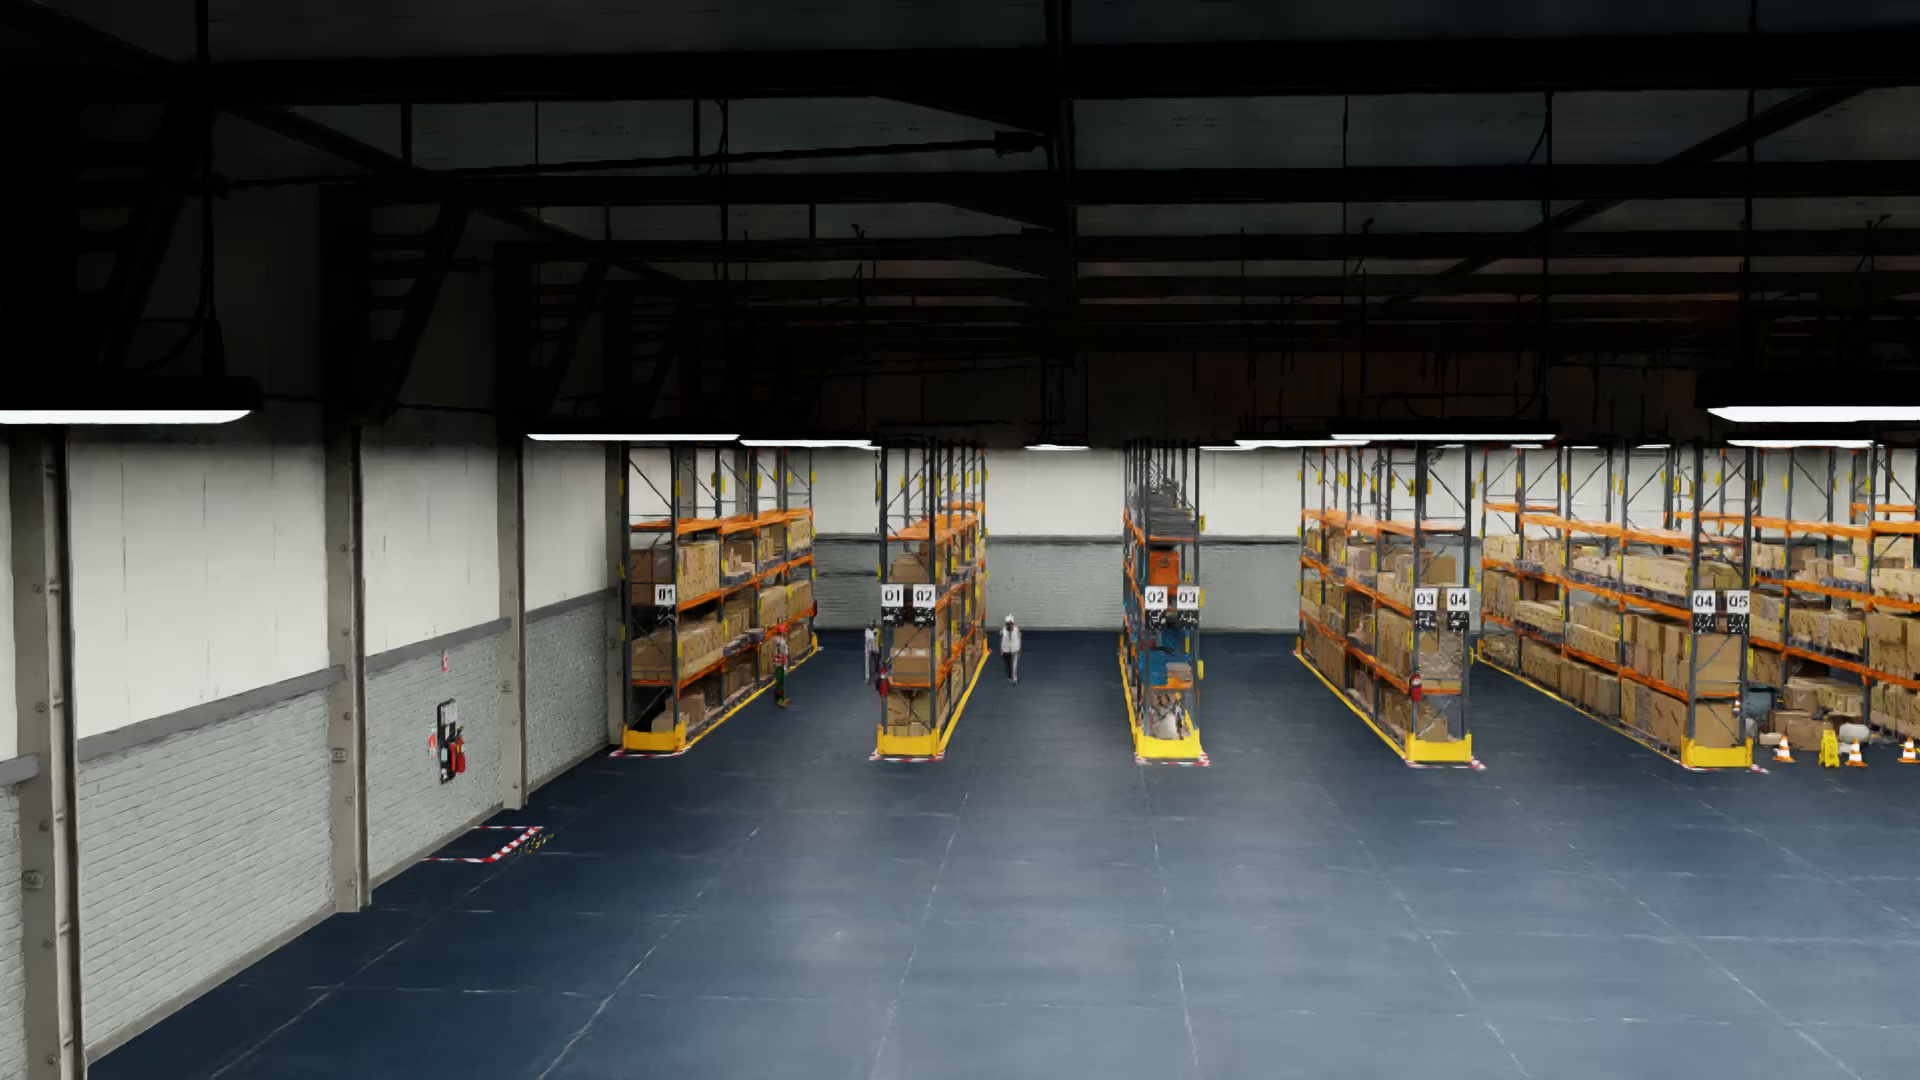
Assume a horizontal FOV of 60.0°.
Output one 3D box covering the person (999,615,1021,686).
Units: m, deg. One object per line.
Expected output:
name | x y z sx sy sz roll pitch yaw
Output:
person | 1.215 2.683 40.762 0.543 1.700 1.115 0 3 6

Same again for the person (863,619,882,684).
person | -2.146 2.716 41.026 0.445 1.590 1.091 0 3 2

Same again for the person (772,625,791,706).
person | -3.985 2.805 37.432 0.468 1.794 0.625 -1 3 -20
